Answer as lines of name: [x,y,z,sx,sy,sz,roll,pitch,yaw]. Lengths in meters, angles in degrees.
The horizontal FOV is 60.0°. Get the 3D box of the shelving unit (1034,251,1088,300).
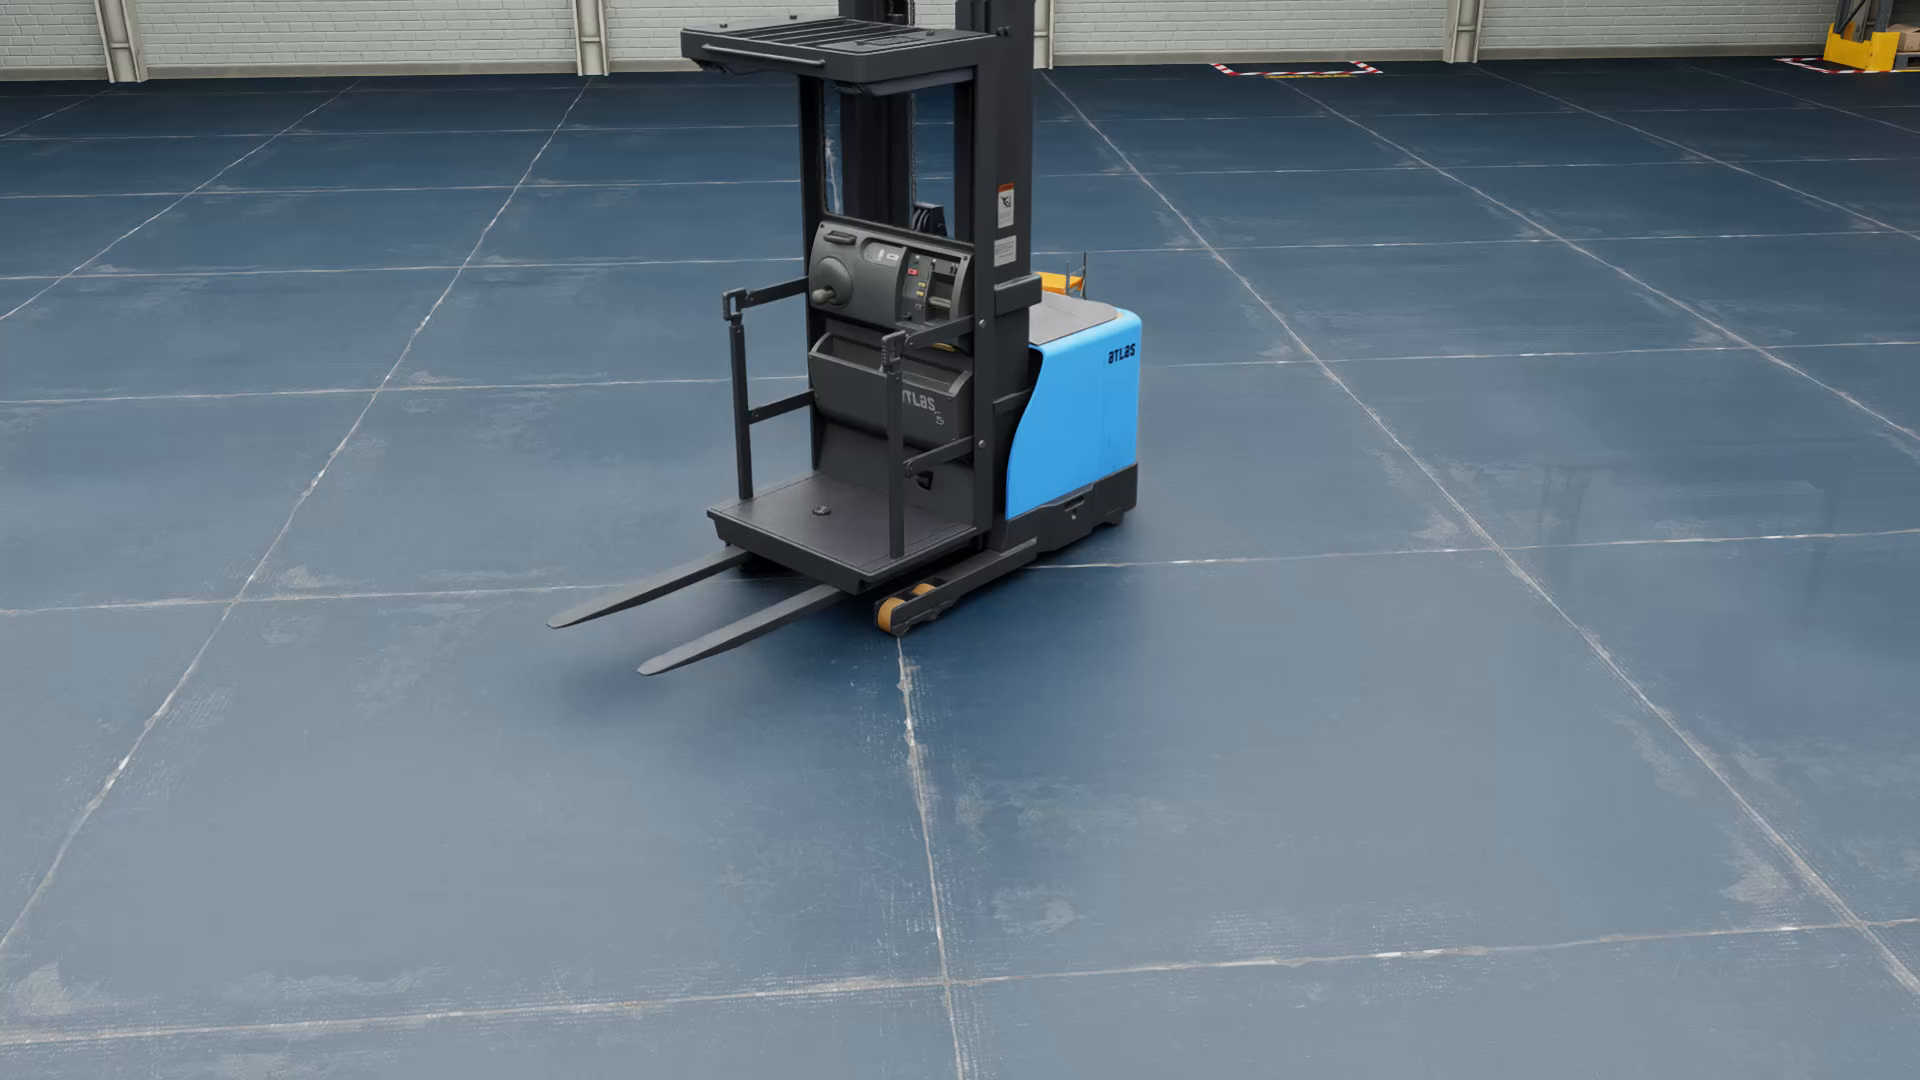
shelving unit: [0.389,-0.965,8.943,0.503,1.200,0.258,12,27,25]

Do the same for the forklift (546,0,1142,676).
forklift: [-0.460,-1.152,7.233,1.130,2.935,3.031,20,31,38]

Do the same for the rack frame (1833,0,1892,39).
rack frame: [12.388,-7.973,22.495,0.127,3.000,1.000,-2,24,-5]

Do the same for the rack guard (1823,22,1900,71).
rack guard: [12.464,-6.834,23.010,0.348,0.500,1.175,-2,24,-5]

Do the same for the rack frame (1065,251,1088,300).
rack frame: [0.605,-0.918,8.839,0.015,1.200,0.240,12,27,25]

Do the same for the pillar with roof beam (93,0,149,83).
pillar with roof beam: [-10.461,-8.394,16.056,0.400,9.000,9.100,-2,24,-5]

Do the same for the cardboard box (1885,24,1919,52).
cardboard box: [13.086,-6.937,22.932,0.500,0.311,0.500,-5,24,-11]

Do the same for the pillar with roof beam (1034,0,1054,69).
pillar with roof beam: [1.481,-8.873,17.133,0.400,9.000,9.100,-2,24,-5]

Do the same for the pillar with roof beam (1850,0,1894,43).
pillar with roof beam: [13.423,-9.352,18.211,0.400,9.000,9.100,-2,24,-5]

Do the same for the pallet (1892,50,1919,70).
pallet: [13.276,-6.720,23.109,1.213,0.211,1.003,-2,24,-5]

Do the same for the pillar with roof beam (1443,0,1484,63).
pillar with roof beam: [7.452,-9.112,17.672,0.400,9.000,9.100,-2,24,-5]

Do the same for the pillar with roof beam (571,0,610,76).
pillar with roof beam: [-4.490,-8.633,16.595,0.400,9.000,9.100,-2,24,-5]

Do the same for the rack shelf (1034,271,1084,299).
rack shelf: [0.389,-1.324,8.783,0.480,0.148,0.258,12,27,25]
